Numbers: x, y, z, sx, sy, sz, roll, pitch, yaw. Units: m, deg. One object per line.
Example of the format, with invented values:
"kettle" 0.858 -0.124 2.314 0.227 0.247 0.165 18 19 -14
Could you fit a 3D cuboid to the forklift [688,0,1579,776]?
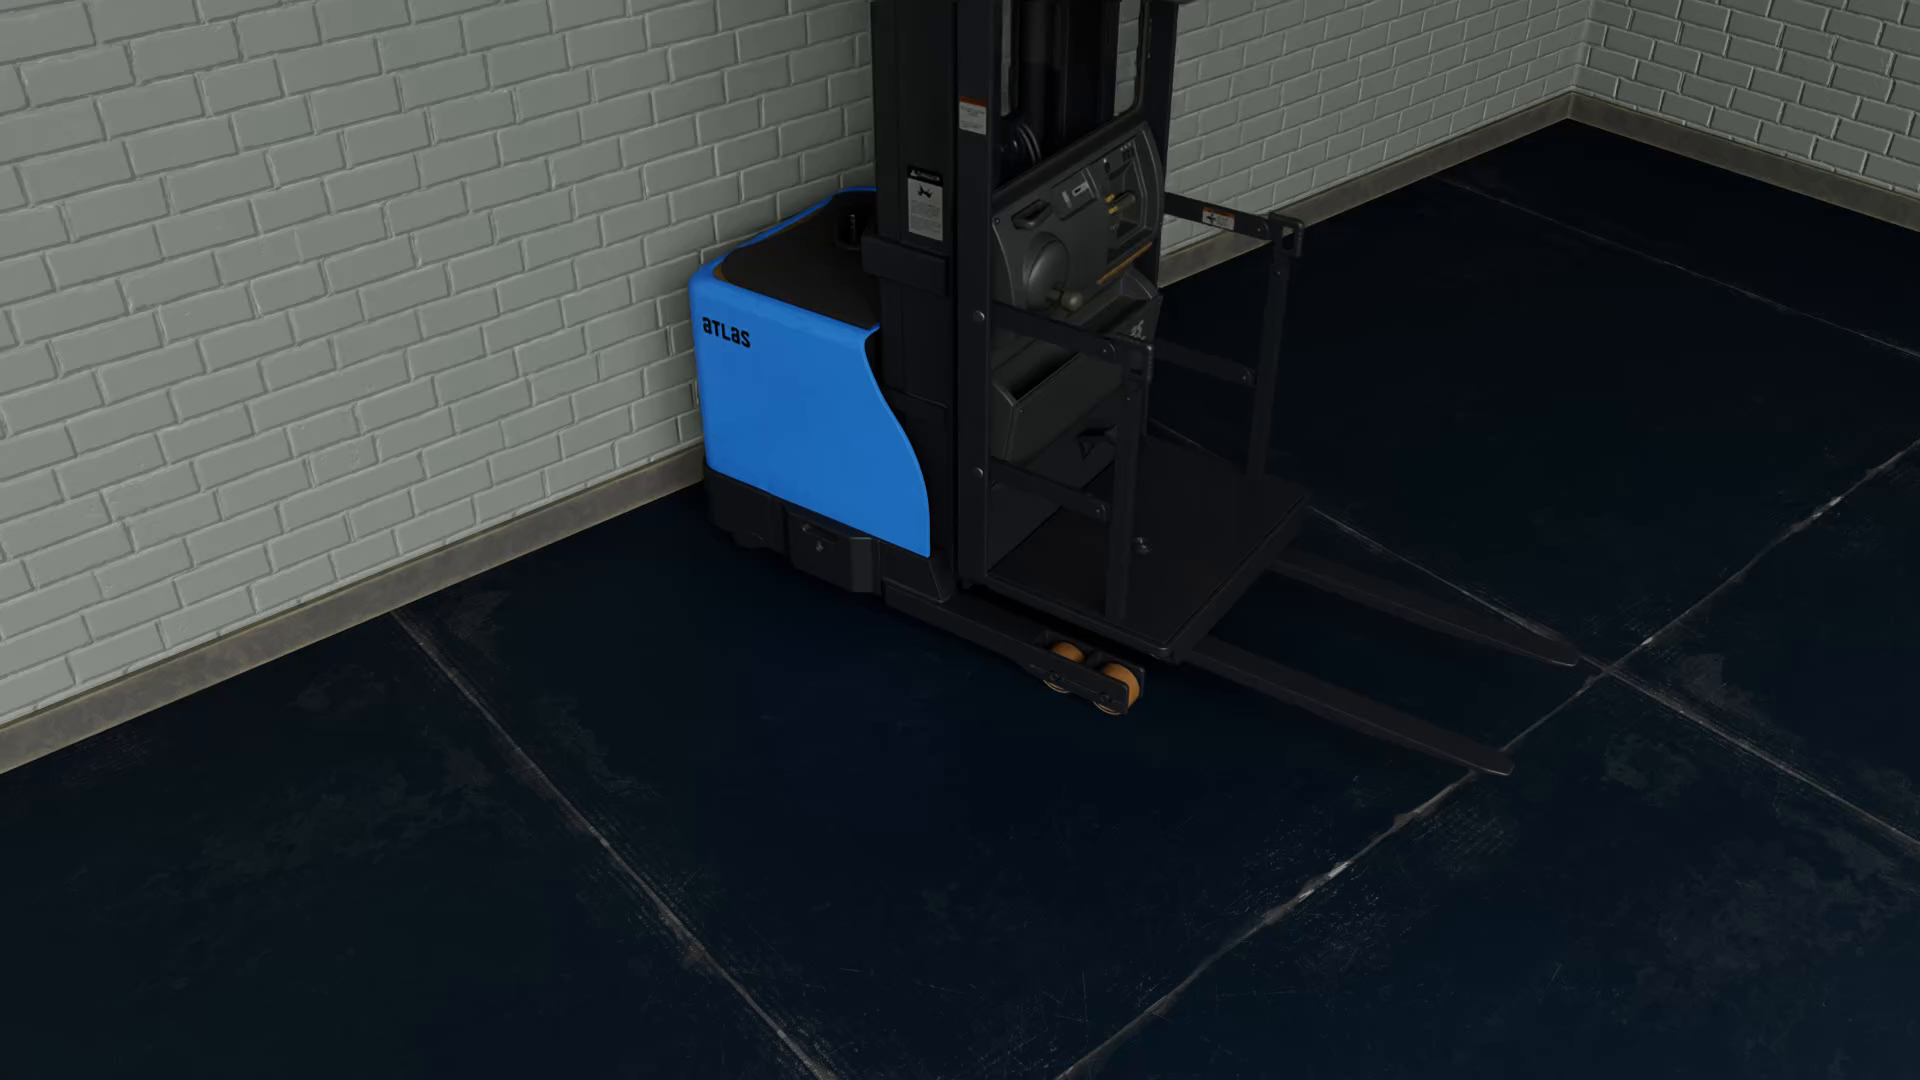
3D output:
"forklift" 0.553 -0.976 5.093 3.031 2.935 1.130 22 41 28
